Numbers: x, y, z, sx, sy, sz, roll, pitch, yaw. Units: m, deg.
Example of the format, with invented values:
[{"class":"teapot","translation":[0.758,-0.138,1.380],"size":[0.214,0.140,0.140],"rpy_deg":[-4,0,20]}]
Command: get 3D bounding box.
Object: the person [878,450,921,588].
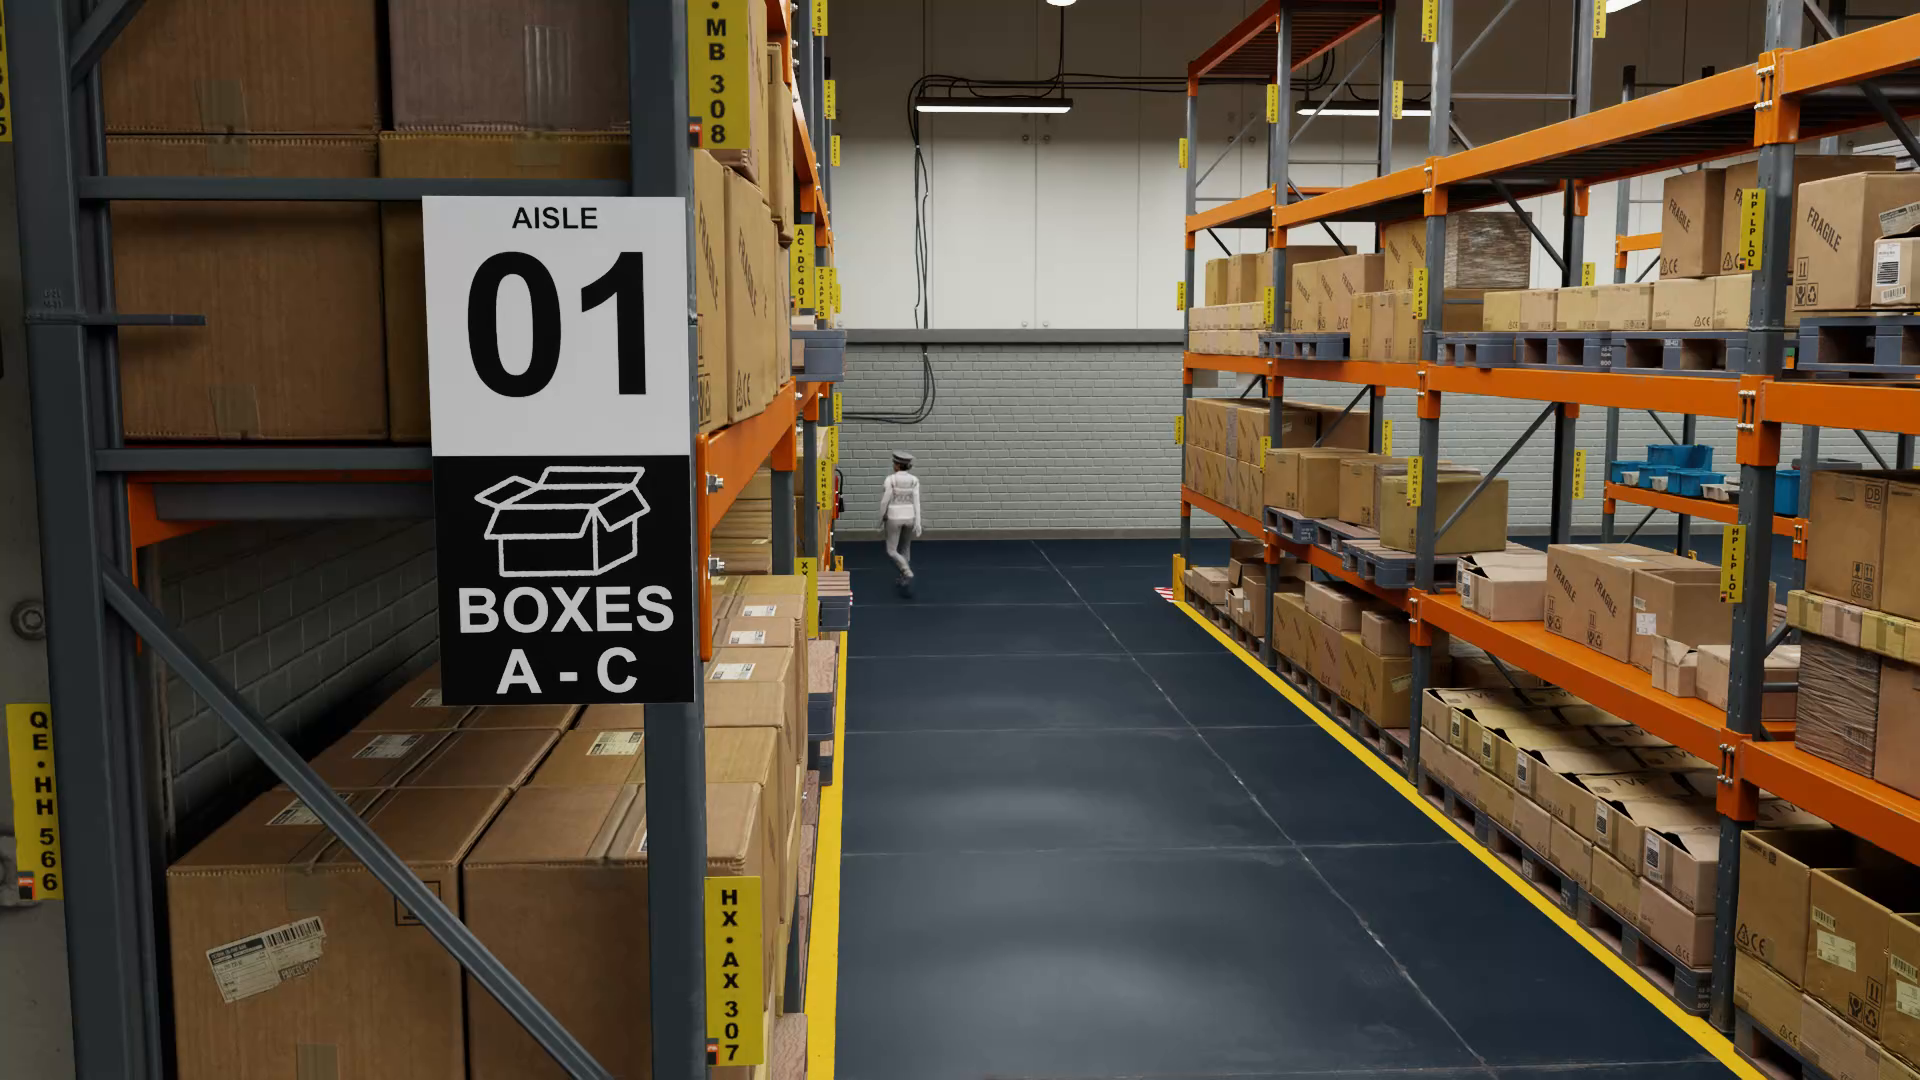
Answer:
[{"class":"person","translation":[-0.710,-0.234,19.542],"size":[0.510,1.637,0.895],"rpy_deg":[-3,8,-26]}]
